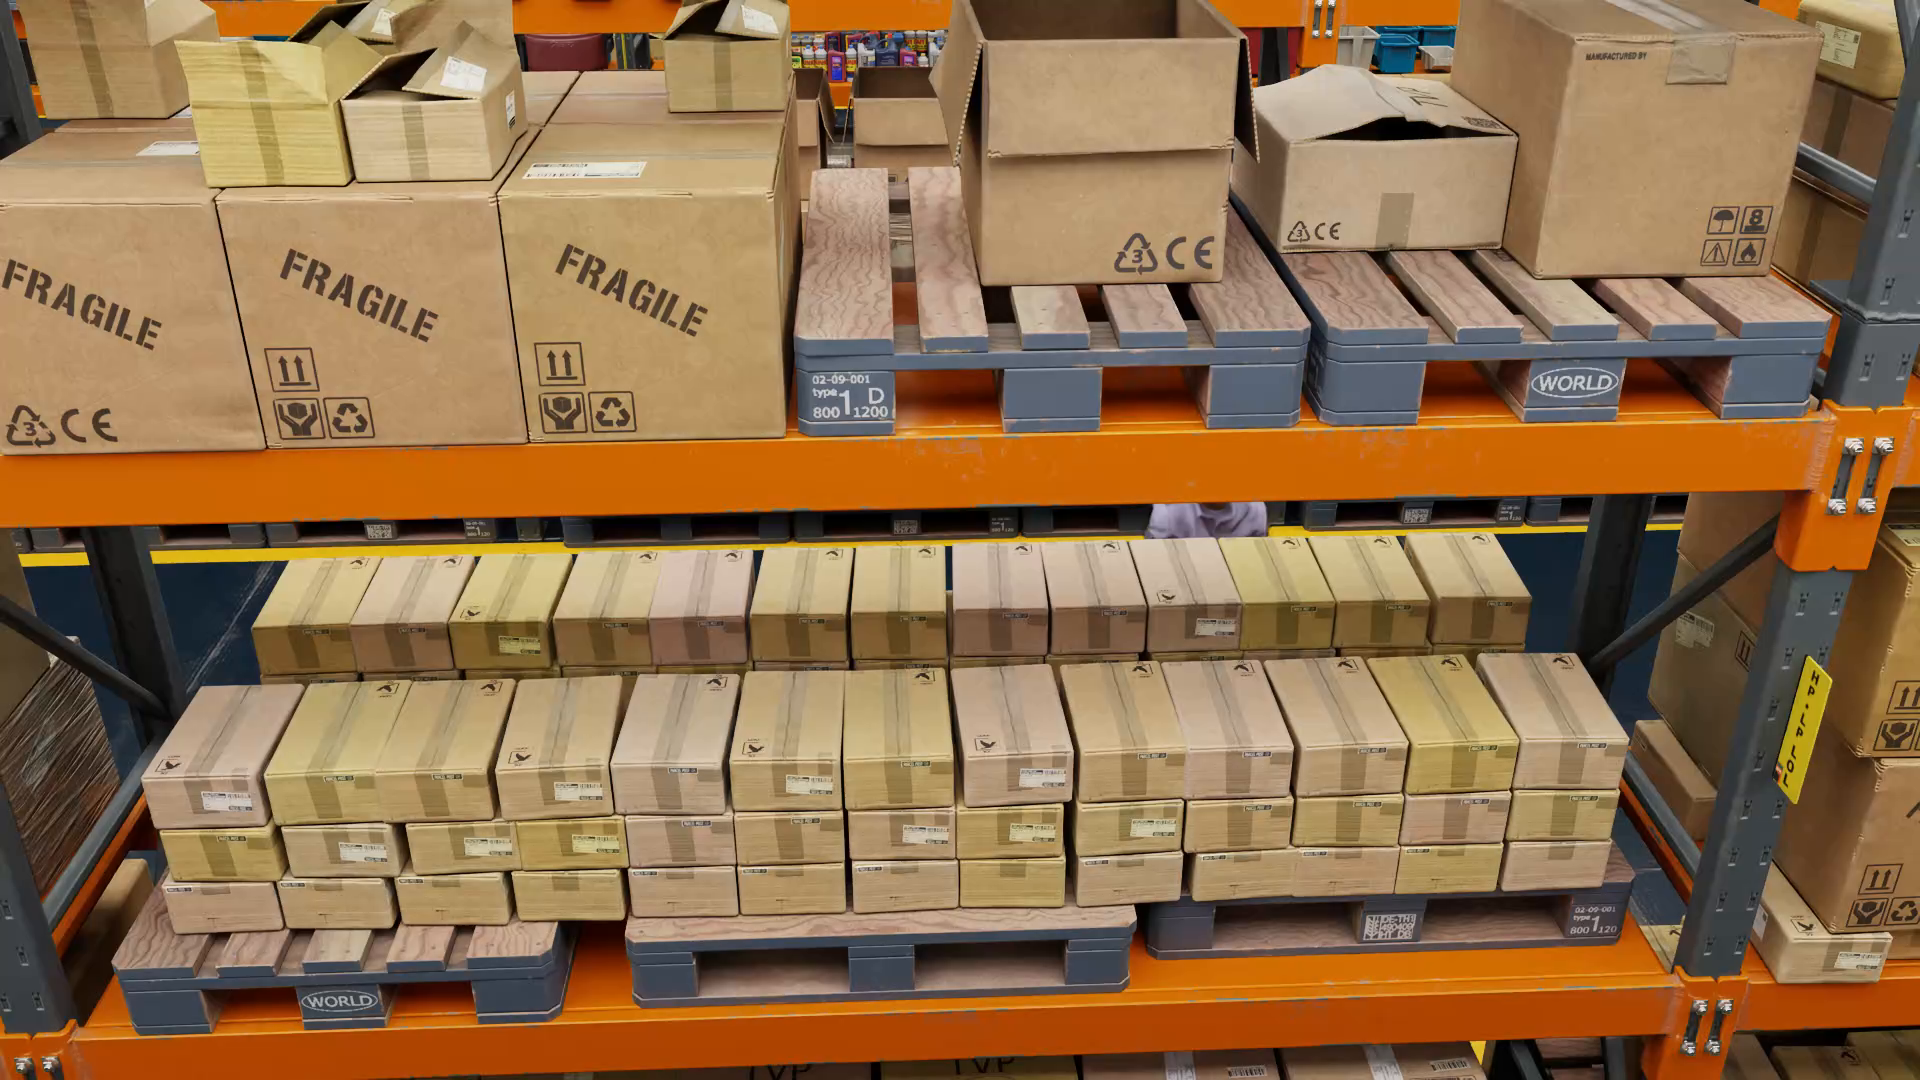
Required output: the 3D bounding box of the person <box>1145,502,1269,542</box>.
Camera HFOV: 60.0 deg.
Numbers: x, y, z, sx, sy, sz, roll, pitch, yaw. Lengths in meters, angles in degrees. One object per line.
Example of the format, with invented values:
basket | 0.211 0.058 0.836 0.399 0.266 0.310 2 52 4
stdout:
person | 0.926 0.347 6.468 0.537 1.652 0.371 -2 28 -4
